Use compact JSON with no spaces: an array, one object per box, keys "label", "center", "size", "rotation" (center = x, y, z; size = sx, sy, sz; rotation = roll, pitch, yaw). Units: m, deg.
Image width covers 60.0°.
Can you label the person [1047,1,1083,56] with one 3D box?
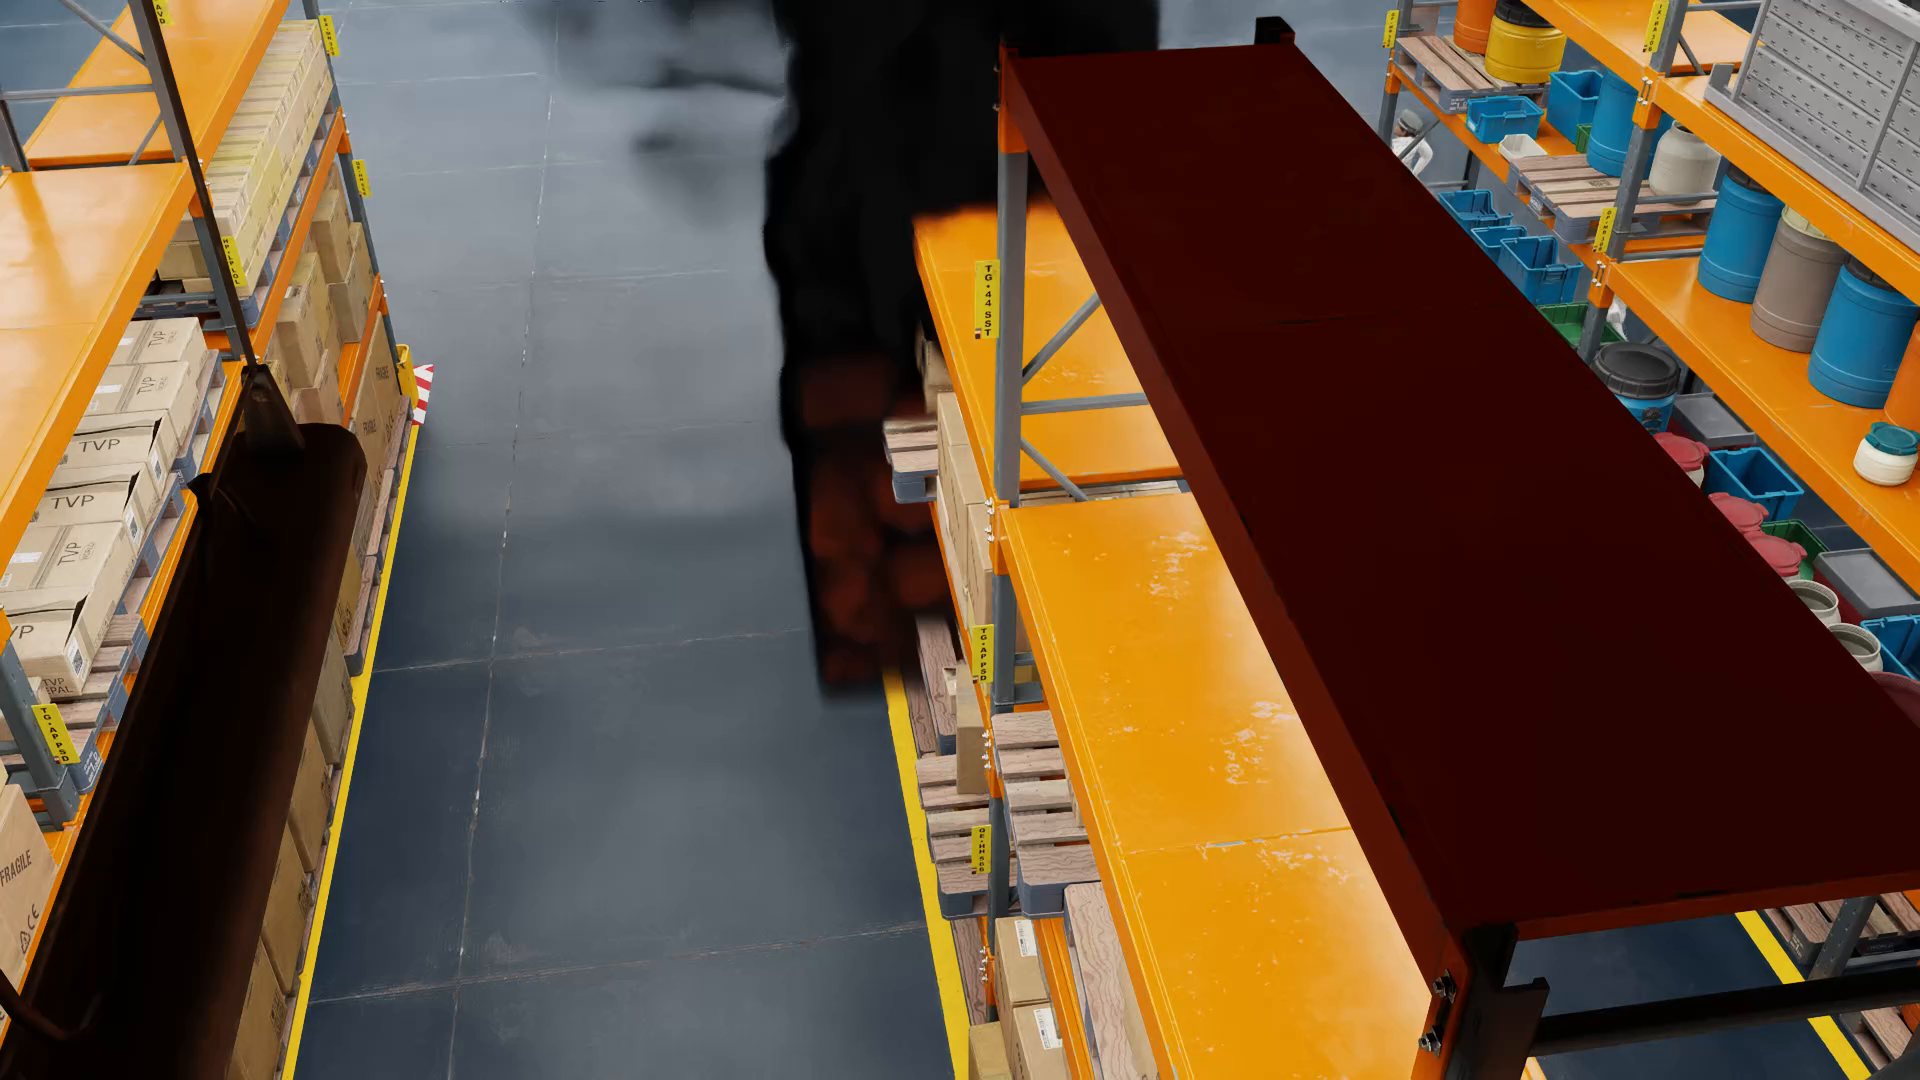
[{"label":"person","center":[1.150,-5.317,19.207],"size":[0.740,1.787,0.684],"rotation":[11,38,15]}]

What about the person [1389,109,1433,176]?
[{"label":"person","center":[4.387,-3.566,16.880],"size":[0.864,1.689,0.616],"rotation":[21,41,26]}]

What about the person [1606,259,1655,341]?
[{"label":"person","center":[5.976,-2.451,14.834],"size":[0.686,1.764,0.563],"rotation":[-6,37,-8]}]
